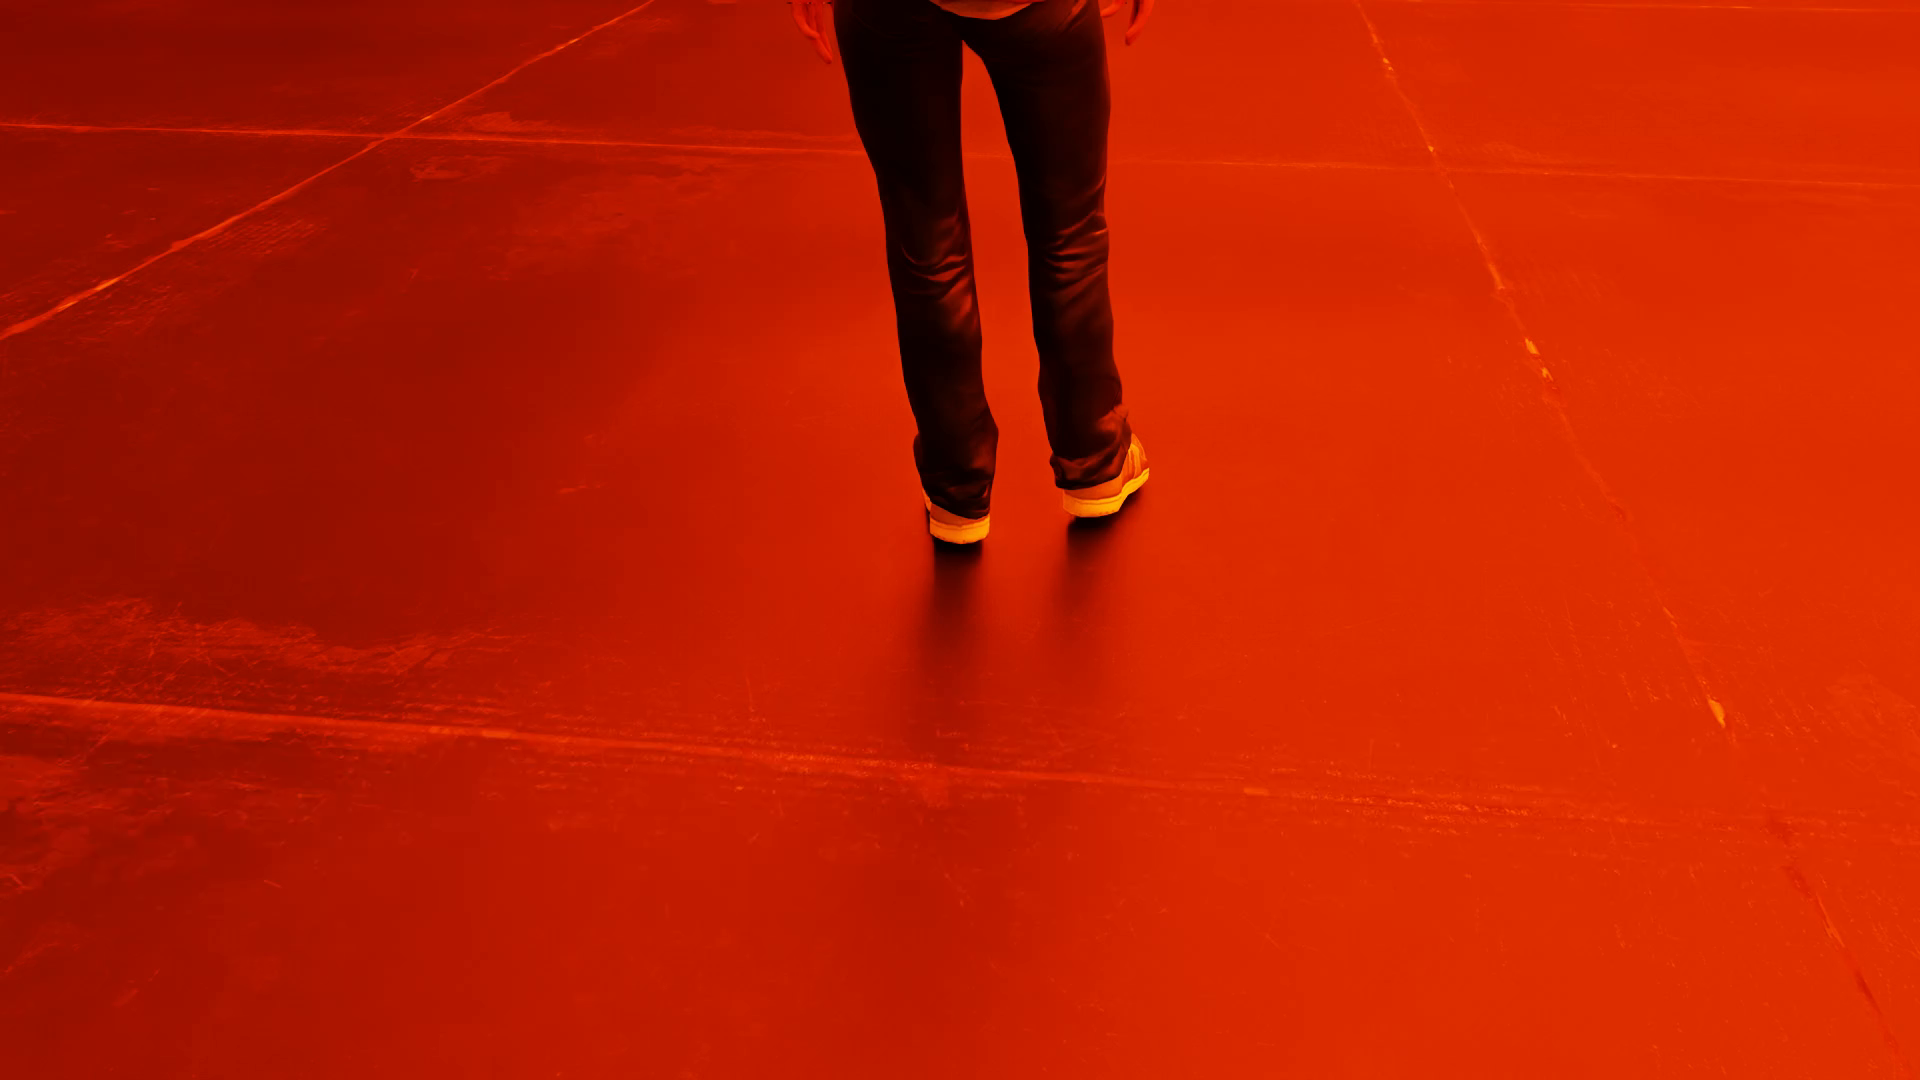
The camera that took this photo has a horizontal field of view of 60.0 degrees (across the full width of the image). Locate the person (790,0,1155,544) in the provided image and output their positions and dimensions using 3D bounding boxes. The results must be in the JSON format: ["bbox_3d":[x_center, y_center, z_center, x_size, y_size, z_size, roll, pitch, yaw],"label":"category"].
[{"bbox_3d":[0.023,-0.753,2.205,0.521,1.599,0.473,3,27,7],"label":"person"}]
